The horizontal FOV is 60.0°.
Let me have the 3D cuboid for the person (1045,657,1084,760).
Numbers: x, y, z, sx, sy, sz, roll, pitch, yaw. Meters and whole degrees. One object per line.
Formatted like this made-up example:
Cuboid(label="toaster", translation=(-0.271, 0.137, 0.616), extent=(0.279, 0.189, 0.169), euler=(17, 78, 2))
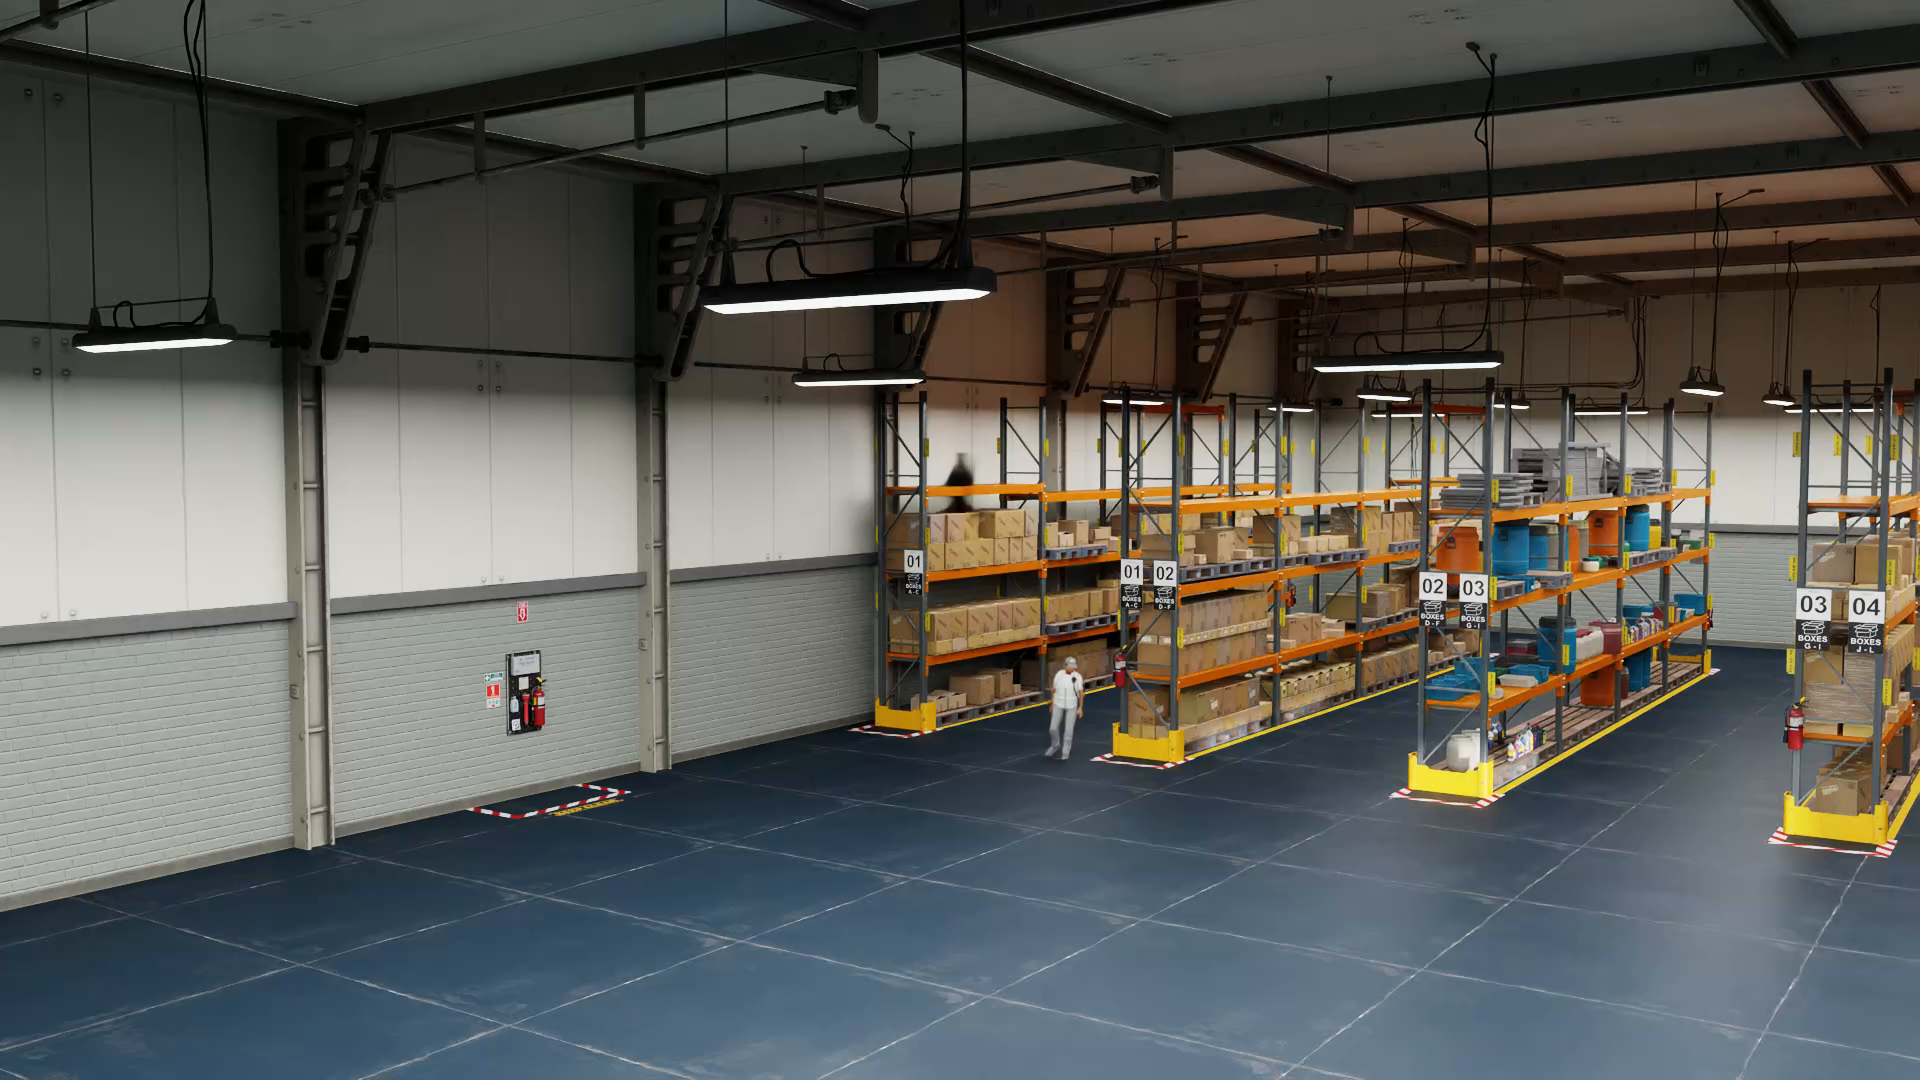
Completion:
Cuboid(label="person", translation=(1.668, 2.684, 26.644), extent=(0.621, 1.649, 0.451), euler=(0, 3, 6))
